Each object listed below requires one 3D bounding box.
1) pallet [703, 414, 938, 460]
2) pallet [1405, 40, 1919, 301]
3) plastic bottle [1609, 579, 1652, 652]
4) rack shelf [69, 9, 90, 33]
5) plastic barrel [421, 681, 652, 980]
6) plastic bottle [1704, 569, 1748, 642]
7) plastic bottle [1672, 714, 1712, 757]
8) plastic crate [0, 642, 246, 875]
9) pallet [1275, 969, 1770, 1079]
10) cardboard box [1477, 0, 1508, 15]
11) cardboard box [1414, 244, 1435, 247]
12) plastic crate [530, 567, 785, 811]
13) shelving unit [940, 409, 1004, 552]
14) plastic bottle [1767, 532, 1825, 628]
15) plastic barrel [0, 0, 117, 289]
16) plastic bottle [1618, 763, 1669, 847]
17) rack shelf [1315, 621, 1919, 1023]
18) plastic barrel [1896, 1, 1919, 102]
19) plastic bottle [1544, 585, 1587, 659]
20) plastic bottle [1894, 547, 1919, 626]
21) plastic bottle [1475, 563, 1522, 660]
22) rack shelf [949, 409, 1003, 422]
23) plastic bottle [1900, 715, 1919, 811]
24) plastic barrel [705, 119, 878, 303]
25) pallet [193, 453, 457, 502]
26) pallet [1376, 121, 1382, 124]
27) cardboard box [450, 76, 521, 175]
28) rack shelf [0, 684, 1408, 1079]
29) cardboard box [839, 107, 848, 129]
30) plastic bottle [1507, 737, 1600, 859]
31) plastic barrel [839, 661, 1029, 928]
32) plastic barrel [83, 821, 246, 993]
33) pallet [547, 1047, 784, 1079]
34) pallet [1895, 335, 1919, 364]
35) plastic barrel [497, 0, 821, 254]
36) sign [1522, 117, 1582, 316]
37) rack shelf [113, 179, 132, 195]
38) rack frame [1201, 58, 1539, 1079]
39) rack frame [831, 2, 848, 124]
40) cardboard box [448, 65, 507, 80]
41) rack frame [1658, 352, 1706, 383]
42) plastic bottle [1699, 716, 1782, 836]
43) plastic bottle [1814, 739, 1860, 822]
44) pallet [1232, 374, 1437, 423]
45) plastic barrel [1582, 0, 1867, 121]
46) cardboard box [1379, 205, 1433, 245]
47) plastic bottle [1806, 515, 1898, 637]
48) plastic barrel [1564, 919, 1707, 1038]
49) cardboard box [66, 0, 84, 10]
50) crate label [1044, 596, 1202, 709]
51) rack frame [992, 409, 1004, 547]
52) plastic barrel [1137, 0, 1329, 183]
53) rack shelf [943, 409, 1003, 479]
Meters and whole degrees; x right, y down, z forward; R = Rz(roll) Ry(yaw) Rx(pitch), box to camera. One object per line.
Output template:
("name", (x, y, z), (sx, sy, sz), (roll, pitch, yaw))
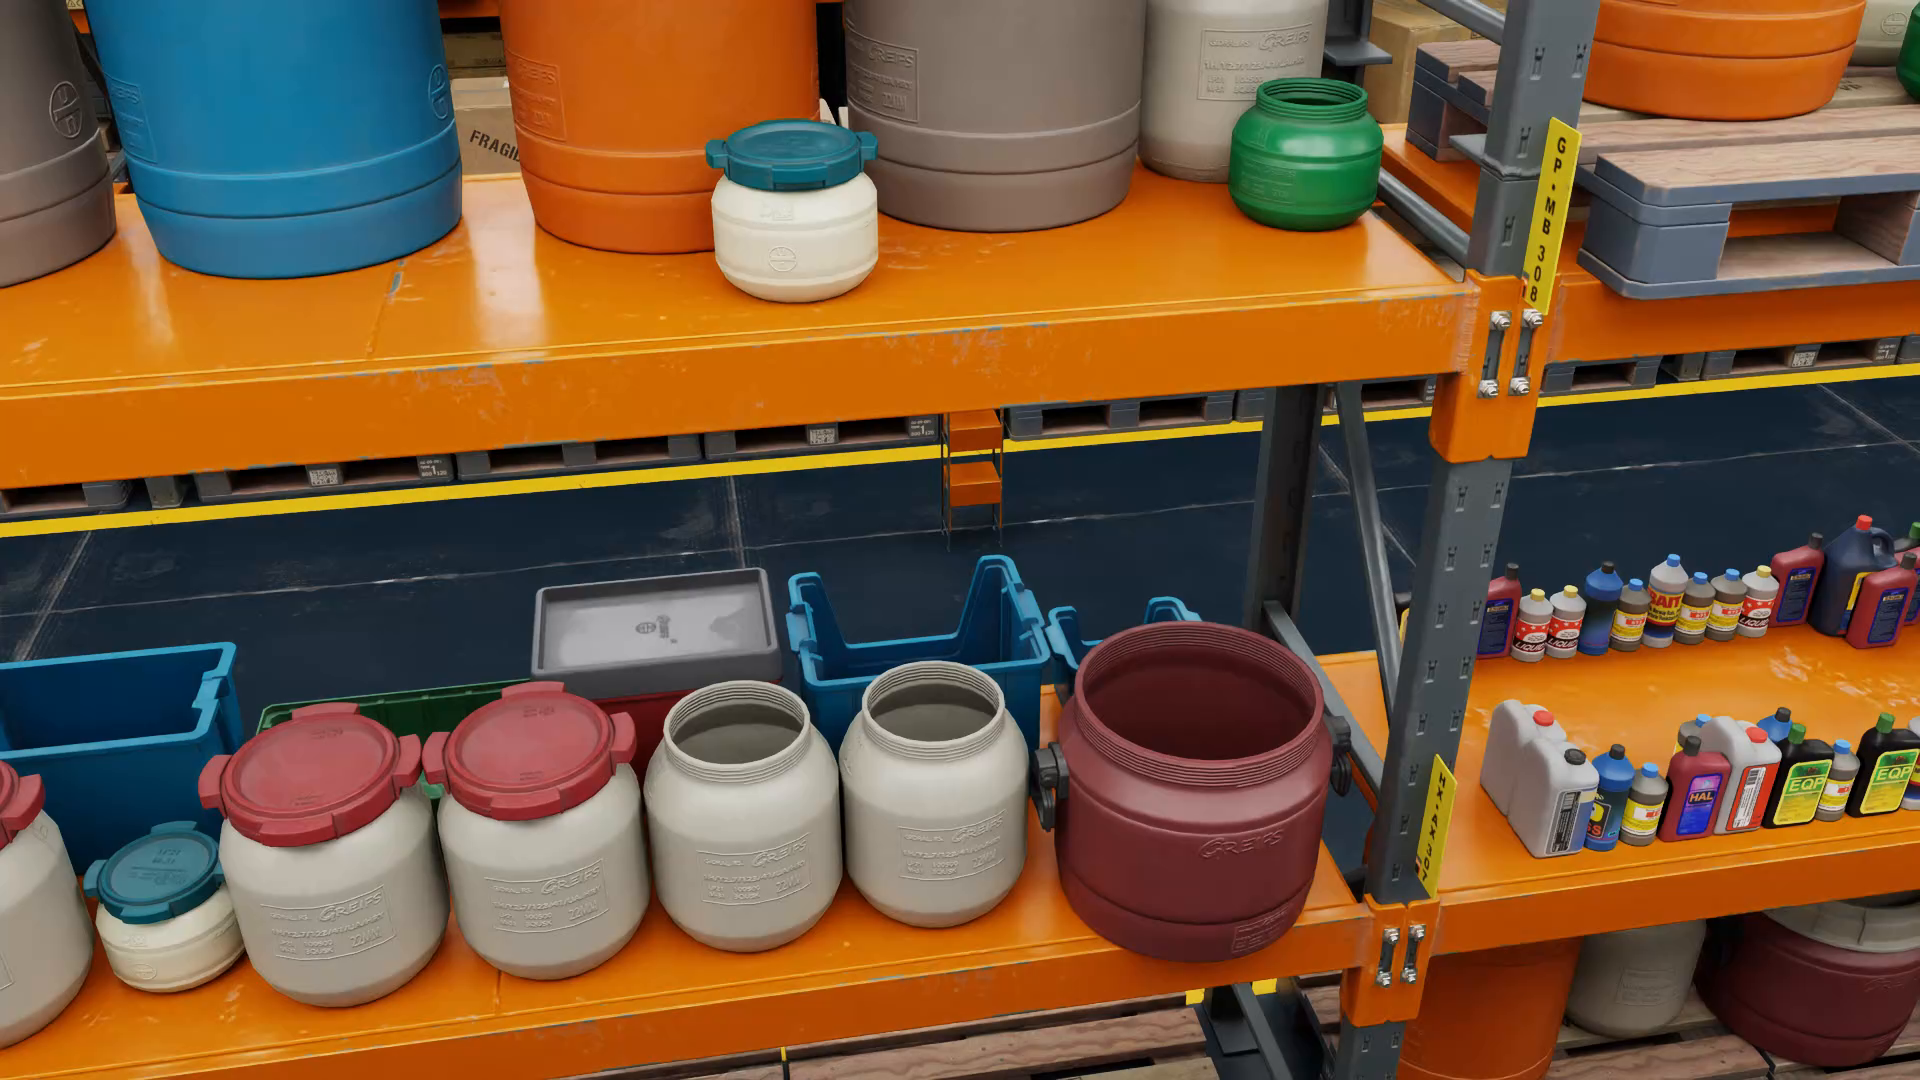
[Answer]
("pallet", (-0.790, -0.796, 8.896), (1.213, 0.211, 1.003), (-5, 31, -9))
("pallet", (1.686, -0.817, 3.407), (1.213, 0.211, 1.003), (-5, 31, -9))
("plastic bottle", (1.868, 0.203, 4.642), (0.097, 0.201, 0.097), (0, 30, 0))
("rack shelf", (-6.771, -3.666, 11.735), (4.000, 0.370, 1.077), (-5, 31, -9))
("plastic barrel", (-0.891, 0.638, 3.572), (0.433, 0.535, 0.433), (0, 30, 0))
("plastic bottle", (2.155, 0.176, 4.687), (0.097, 0.201, 0.097), (0, 30, 0))
("plastic bottle", (1.814, 0.520, 4.102), (0.097, 0.201, 0.097), (0, 30, 0))
("plastic crate", (-1.990, 0.532, 3.902), (0.575, 0.384, 0.392), (-5, 31, -9))
("pallet", (1.684, 1.525, 4.948), (1.213, 0.211, 1.003), (-5, 31, -9))
("cardboard box", (2.791, -2.617, 8.729), (0.500, 0.500, 0.700), (-1, 30, -1))
("cardboard box", (2.427, -1.513, 9.395), (0.500, 0.500, 0.500), (-5, 31, -8))
("plastic crate", (-0.729, 0.383, 4.076), (0.583, 0.464, 0.402), (-5, 31, -9))
("shelving unit", (0.053, -0.457, 7.492), (0.252, 1.050, 0.215), (-5, 31, -9))
("plastic bottle", (2.361, 0.112, 4.715), (0.133, 0.283, 0.061), (-5, 31, -9))
("plastic barrel", (-1.914, -0.943, 2.940), (0.600, 0.901, 0.600), (0, 30, 0))
("plastic bottle", (1.614, 0.617, 3.937), (0.097, 0.201, 0.097), (0, 30, 0))
("rack shelf", (2.883, 0.543, 4.576), (4.000, 0.370, 1.077), (-5, 31, -9))
("plastic barrel", (1.999, -0.973, 3.226), (0.294, 0.245, 0.294), (0, 30, 0))
("plastic bottle", (1.676, 0.220, 4.612), (0.097, 0.201, 0.097), (0, 30, 0))
("plastic bottle", (2.685, 0.113, 4.713), (0.133, 0.283, 0.061), (-5, 31, -9))
("plastic bottle", (1.464, 0.195, 4.574), (0.133, 0.283, 0.061), (-5, 31, -9))
("rack shelf", (0.053, -0.693, 7.354), (0.240, 0.259, 0.215), (-5, 31, -9))
("plastic bottle", (2.332, 0.520, 4.032), (0.097, 0.271, 0.097), (0, 30, 0))
("plastic barrel", (-0.293, -0.585, 2.963), (0.301, 0.262, 0.301), (0, 30, 0))
("pallet", (-3.190, -0.574, 8.517), (1.213, 0.211, 1.003), (-5, 31, -9))
("pallet", (1.939, -2.151, 8.639), (1.213, 0.211, 1.003), (-5, 31, -9))
("cardboard box", (-2.138, -1.888, 7.903), (0.500, 0.500, 0.500), (-5, 31, -9))
("rack shelf", (-1.052, 0.908, 3.955), (4.000, 0.370, 1.077), (-5, 31, -9))
("cardboard box", (-0.338, -2.004, 8.287), (0.500, 0.311, 0.500), (-3, 31, -6))
("plastic bottle", (1.400, 0.591, 3.908), (0.135, 0.276, 0.152), (-5, 31, -9))
("plastic barrel", (-0.058, 0.568, 3.714), (0.421, 0.512, 0.421), (0, 30, 0))
("plastic barrel", (-1.689, 0.796, 3.573), (0.301, 0.262, 0.301), (0, 30, 0))
("pallet", (-1.051, 1.779, 4.516), (1.213, 0.211, 1.003), (-5, 31, -9))
("pallet", (5.840, -1.393, 9.910), (1.213, 0.211, 1.003), (-5, 31, -9))
("plastic barrel", (-0.574, -1.036, 3.169), (0.708, 0.830, 0.600), (-5, 31, -9))
("sign", (1.022, -0.558, 2.884), (0.005, 0.325, 0.100), (-5, 31, -9))
("rack shelf", (-5.875, -1.196, 7.535), (4.000, 0.370, 1.077), (-5, 31, -9))
("rack frame", (0.916, 0.416, 4.084), (0.127, 3.000, 1.000), (-5, 31, -9))
("rack frame", (-0.869, -4.524, 12.484), (0.127, 3.000, 1.000), (-5, 31, -9))
("cardboard box", (-3.583, -3.418, 12.636), (0.500, 0.500, 0.700), (-6, 31, -10))
("rack frame", (3.962, -2.419, 8.905), (0.127, 3.000, 1.000), (-5, 31, -9))
("plastic bottle", (1.855, 0.549, 3.980), (0.135, 0.276, 0.152), (-5, 31, -9))
("plastic bottle", (2.105, 0.572, 4.014), (0.097, 0.201, 0.097), (0, 30, 0))
("pallet", (1.966, -1.011, 9.261), (1.213, 0.211, 1.003), (-5, 31, -9))
("plastic barrel", (1.475, -1.294, 3.194), (0.708, 0.830, 0.600), (-5, 31, -9))
("cardboard box", (2.458, -1.841, 9.214), (0.500, 0.250, 0.500), (-5, 31, -9))
("plastic bottle", (2.525, 0.089, 4.687), (0.185, 0.351, 0.144), (-5, 31, -9))
("plastic barrel", (1.933, 1.158, 4.862), (0.421, 0.512, 0.421), (0, 30, 0))
("cardboard box", (-6.198, -3.813, 11.404), (0.500, 0.250, 0.500), (-5, 31, -9))
("crate label", (0.434, 0.340, 4.378), (0.416, 0.233, 0.303), (-5, 31, -9))
("rack frame", (0.173, -0.469, 7.511), (0.008, 1.050, 0.200), (-5, 31, -9))
("plastic barrel", (0.555, -1.050, 3.507), (0.421, 0.512, 0.421), (0, 30, 0))
("rack shelf", (0.053, -0.448, 7.498), (0.240, 0.259, 0.215), (-5, 31, -9))
